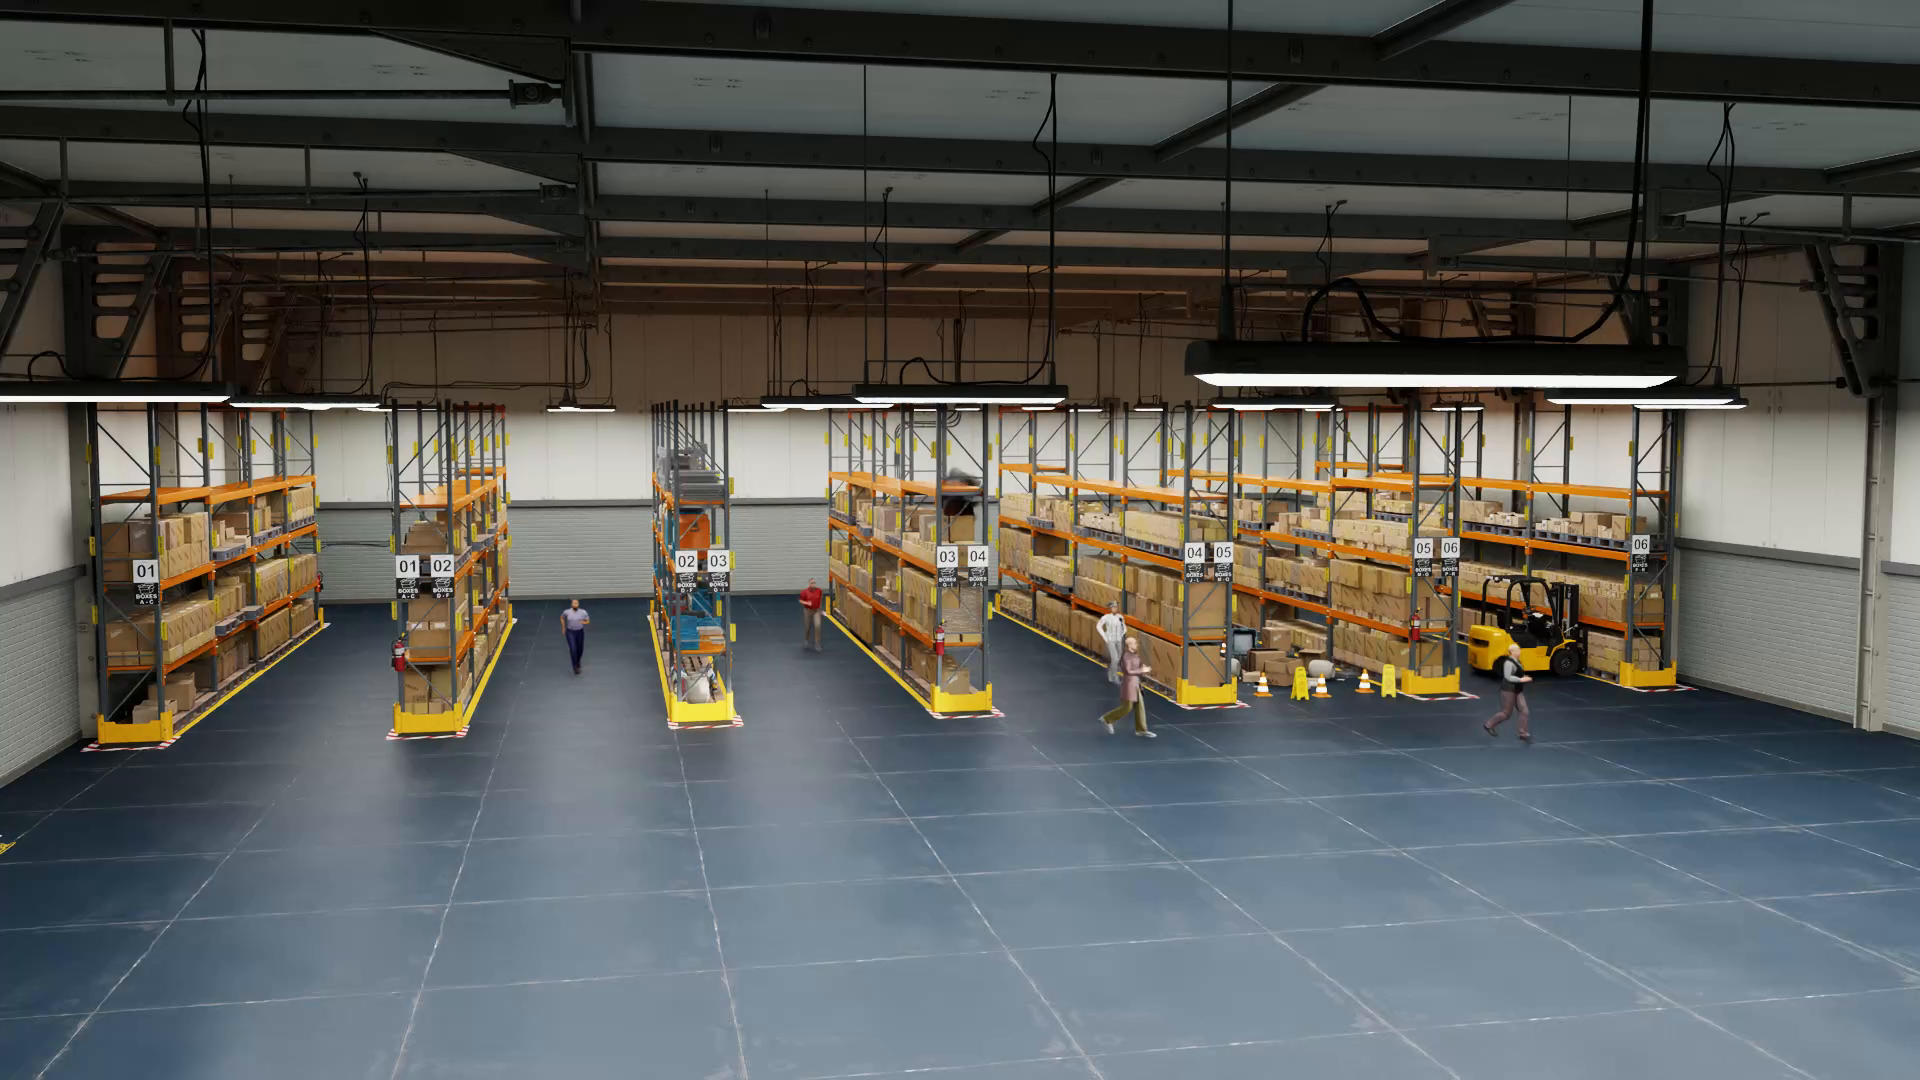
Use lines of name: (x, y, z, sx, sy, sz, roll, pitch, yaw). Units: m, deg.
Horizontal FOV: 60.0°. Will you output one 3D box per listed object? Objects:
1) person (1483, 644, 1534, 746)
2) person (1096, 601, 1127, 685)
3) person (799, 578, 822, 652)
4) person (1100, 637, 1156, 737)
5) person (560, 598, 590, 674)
person: (9.585, 2.695, 29.007, 0.898, 1.784, 0.687, 3, 5, 36)
person: (3.117, 2.077, 33.857, 0.623, 1.711, 0.702, -1, 5, -19)
person: (-3.623, 1.808, 40.514, 0.608, 1.767, 0.909, -1, 4, -13)
person: (2.984, 2.594, 29.431, 1.001, 1.767, 0.713, 1, 5, 19)
person: (-8.522, 2.102, 36.868, 0.605, 1.637, 0.936, -2, 5, -22)
